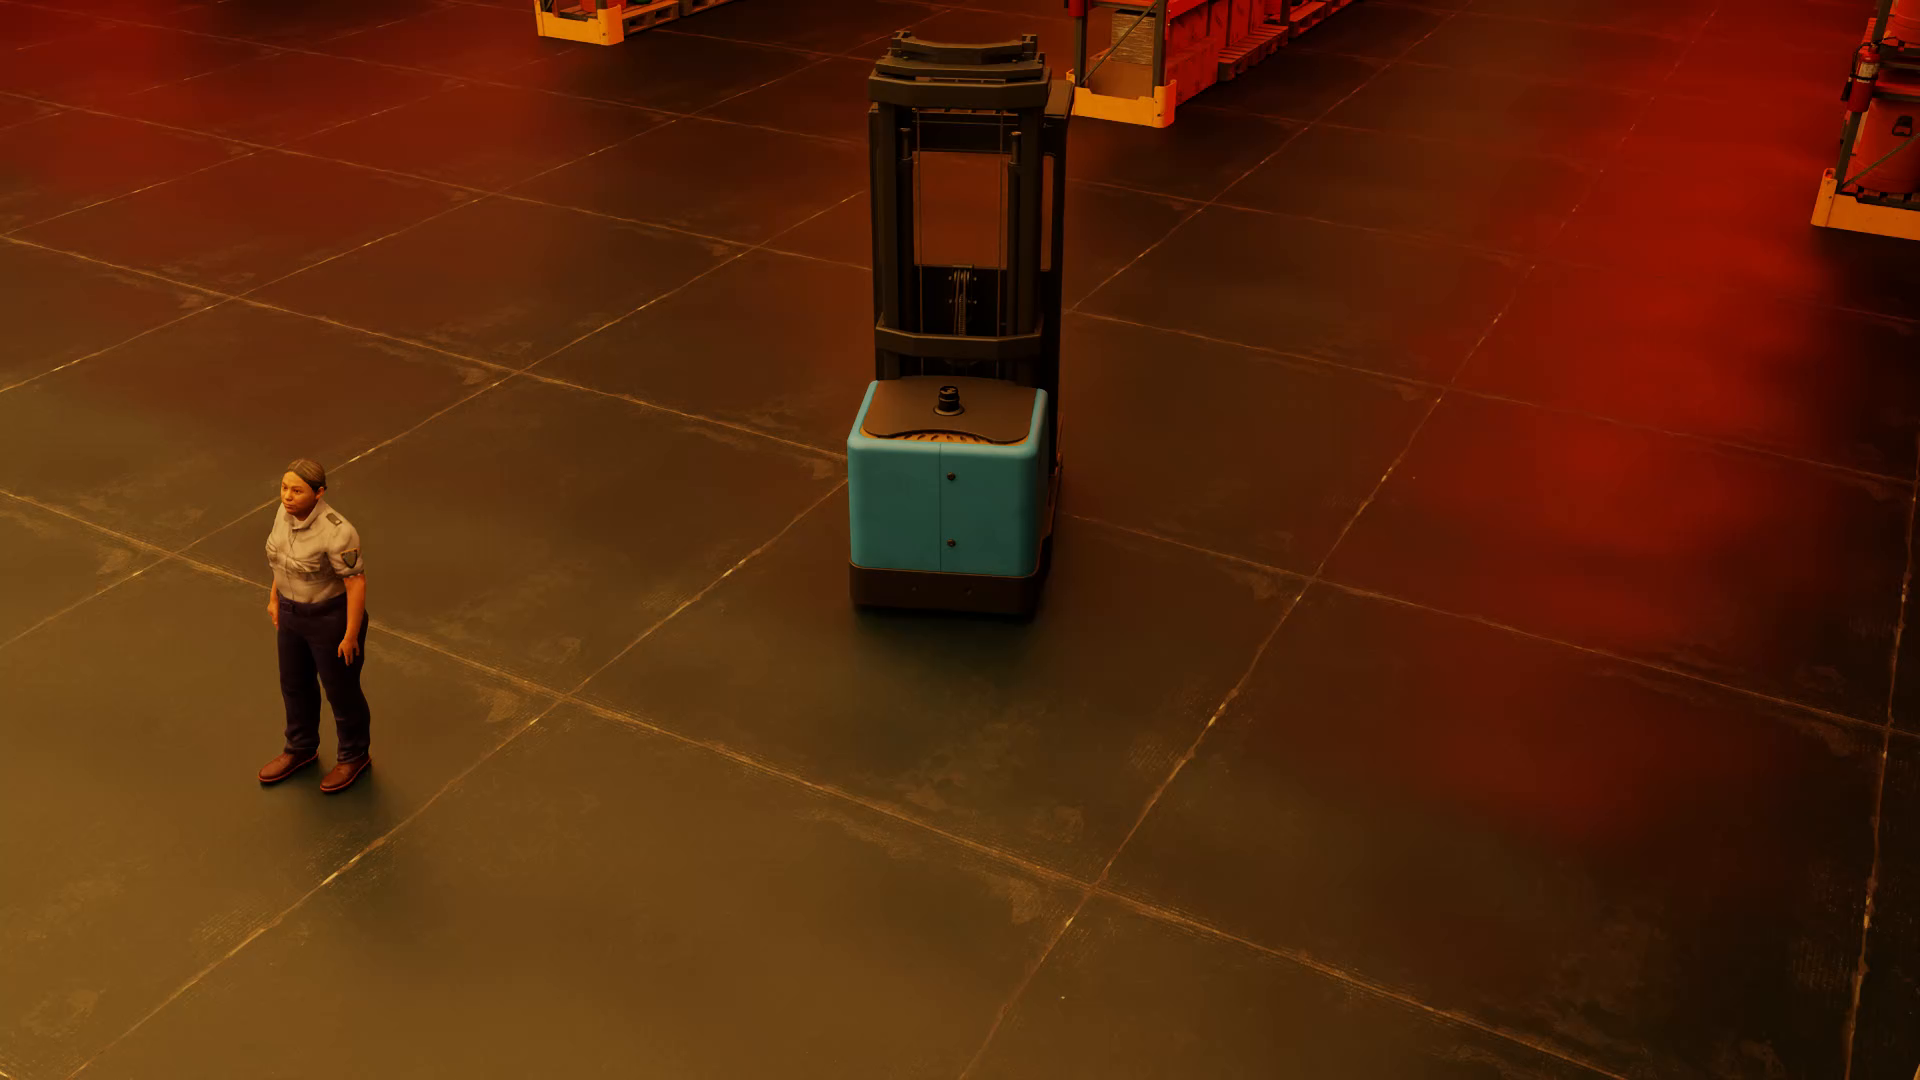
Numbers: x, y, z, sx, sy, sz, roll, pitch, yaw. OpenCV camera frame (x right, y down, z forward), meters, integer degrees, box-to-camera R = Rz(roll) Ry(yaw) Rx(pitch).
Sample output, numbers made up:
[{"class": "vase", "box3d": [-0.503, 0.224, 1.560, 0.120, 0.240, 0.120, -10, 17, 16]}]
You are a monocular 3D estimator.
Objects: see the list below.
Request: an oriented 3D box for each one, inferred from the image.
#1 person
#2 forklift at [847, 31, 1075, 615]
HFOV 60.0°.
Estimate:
[{"class": "person", "box3d": [-3.011, 0.411, 7.628, 0.599, 1.650, 0.503, 17, 34, 27]}, {"class": "forklift", "box3d": [0.072, -1.572, 9.794, 1.130, 2.935, 3.031, 3, 30, 6]}]
